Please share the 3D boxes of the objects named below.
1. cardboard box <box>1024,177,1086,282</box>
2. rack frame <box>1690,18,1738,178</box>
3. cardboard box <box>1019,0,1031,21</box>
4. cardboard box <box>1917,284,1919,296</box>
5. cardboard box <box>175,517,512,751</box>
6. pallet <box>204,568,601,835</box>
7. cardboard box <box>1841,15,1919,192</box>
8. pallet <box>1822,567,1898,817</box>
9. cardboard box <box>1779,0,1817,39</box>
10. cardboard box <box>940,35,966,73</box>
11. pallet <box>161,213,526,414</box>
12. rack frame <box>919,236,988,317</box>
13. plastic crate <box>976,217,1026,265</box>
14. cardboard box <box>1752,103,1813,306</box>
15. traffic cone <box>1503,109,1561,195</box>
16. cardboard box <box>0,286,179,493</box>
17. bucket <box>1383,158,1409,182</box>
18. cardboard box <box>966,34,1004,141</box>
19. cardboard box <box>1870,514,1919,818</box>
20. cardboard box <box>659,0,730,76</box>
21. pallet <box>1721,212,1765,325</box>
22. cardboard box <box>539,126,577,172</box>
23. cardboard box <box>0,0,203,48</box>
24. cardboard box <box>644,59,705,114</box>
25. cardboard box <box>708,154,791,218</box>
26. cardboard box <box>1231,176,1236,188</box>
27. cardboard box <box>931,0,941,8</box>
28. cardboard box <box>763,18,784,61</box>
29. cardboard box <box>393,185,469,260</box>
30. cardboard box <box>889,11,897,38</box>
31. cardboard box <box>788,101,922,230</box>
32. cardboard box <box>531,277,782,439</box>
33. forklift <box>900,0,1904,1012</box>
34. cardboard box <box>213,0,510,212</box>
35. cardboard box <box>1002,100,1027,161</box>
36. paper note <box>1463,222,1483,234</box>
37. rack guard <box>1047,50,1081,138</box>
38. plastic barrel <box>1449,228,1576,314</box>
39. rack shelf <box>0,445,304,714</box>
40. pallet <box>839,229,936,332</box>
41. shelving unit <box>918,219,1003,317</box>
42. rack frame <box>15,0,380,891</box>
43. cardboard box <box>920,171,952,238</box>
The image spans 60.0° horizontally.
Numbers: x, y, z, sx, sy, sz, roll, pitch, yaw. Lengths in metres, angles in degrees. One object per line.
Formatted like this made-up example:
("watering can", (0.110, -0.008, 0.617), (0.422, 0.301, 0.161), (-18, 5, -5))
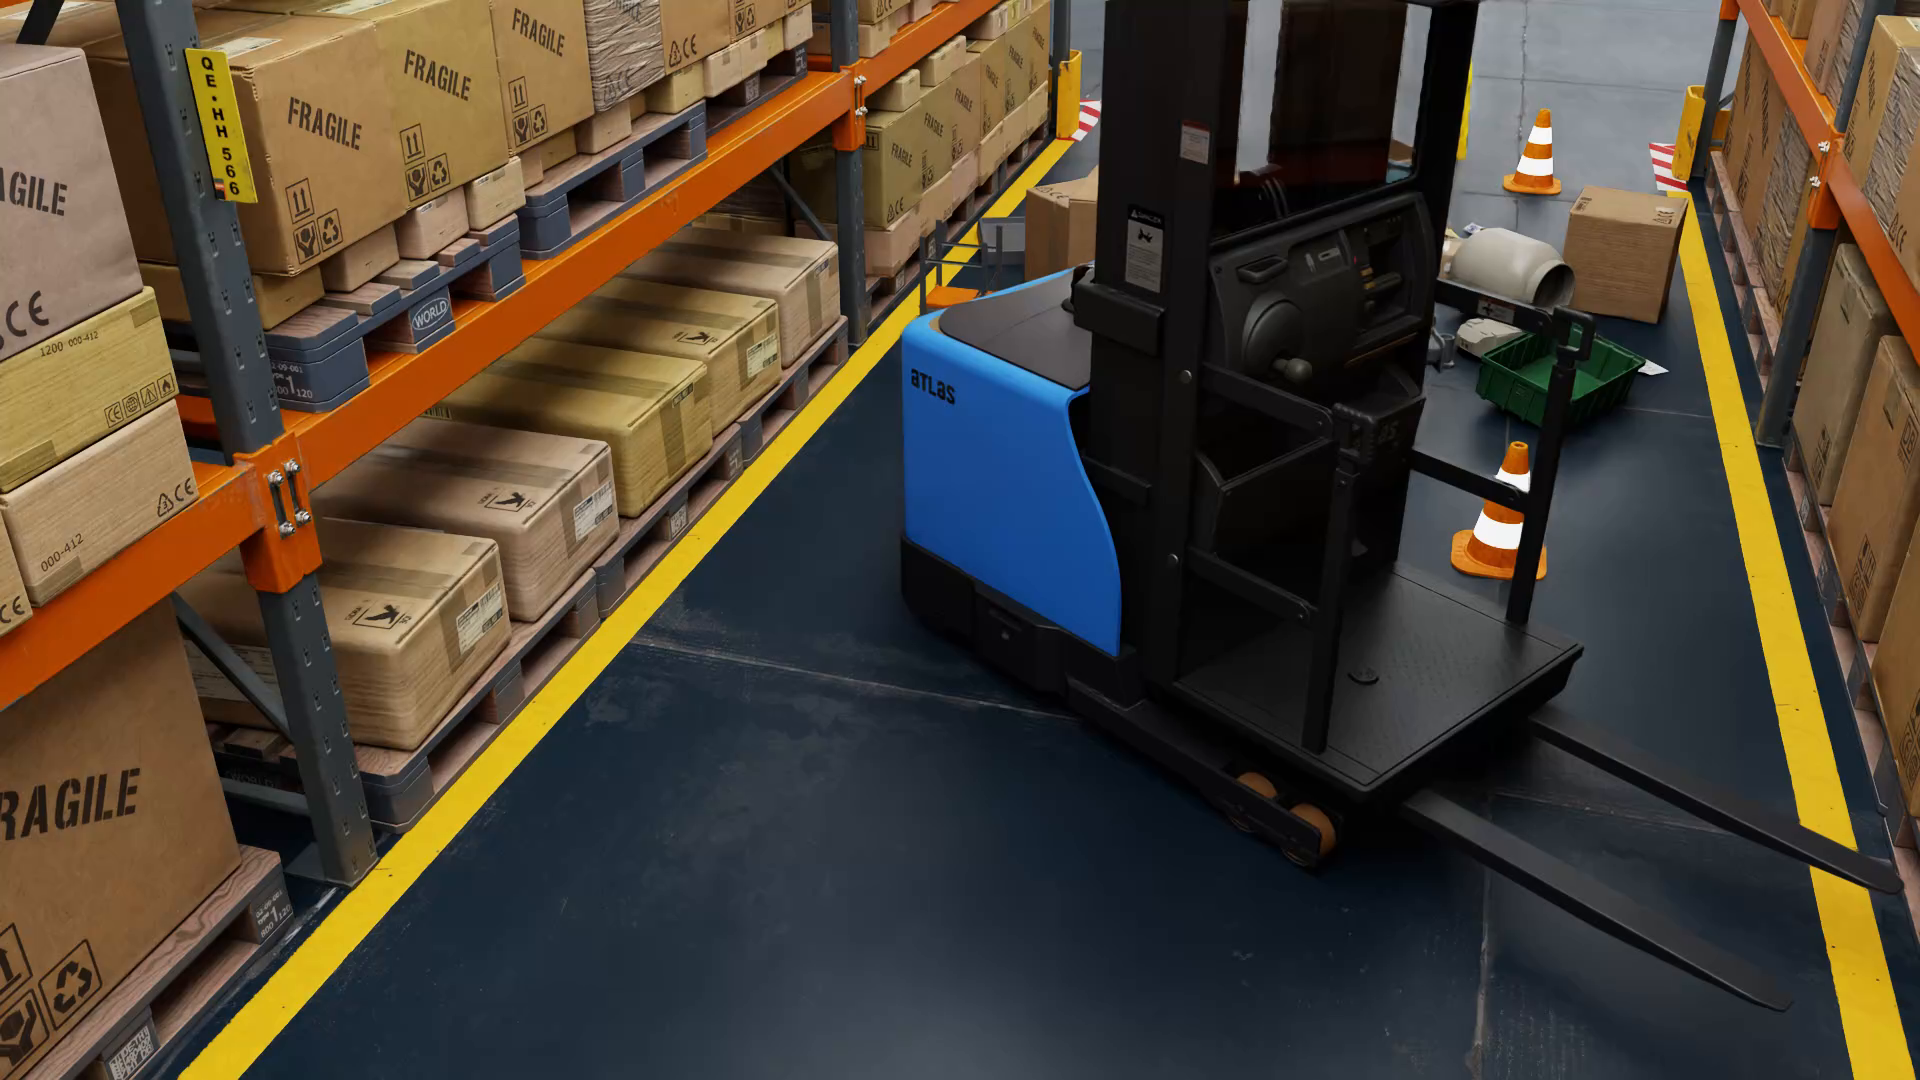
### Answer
("cardboard box", (0.677, -1.527, 8.478), (0.500, 0.500, 0.500), (-17, 34, -28))
("rack frame", (4.997, -3.514, 9.481), (1.000, 3.000, 0.127), (8, 30, 15))
("cardboard box", (0.206, -3.177, 9.832), (0.380, 0.149, 0.250), (9, 30, 16))
("cardboard box", (2.966, -0.790, 4.482), (0.500, 0.500, 0.500), (9, 30, 16))
("cardboard box", (-1.937, 0.248, 4.989), (0.950, 0.372, 0.625), (6, 30, 11))
("pallet", (-1.882, 0.400, 5.313), (1.003, 0.211, 1.213), (8, 30, 15))
("cardboard box", (3.412, -1.493, 5.745), (0.500, 0.500, 0.500), (9, 30, 15))
("pallet", (3.313, 0.502, 5.131), (1.003, 0.211, 1.213), (8, 30, 15))
("cardboard box", (4.391, -2.647, 7.769), (0.875, 0.550, 0.500), (8, 30, 15))
("cardboard box", (-0.188, -2.557, 8.719), (0.380, 0.149, 0.250), (10, 31, 18))
("pallet", (-2.005, -0.718, 4.652), (1.213, 0.211, 1.003), (8, 30, 15))
("rack frame", (-0.023, -0.489, 5.894), (0.240, 1.200, 0.006), (8, 30, 15))
("plastic crate", (0.306, -1.651, 9.136), (0.402, 0.080, 0.583), (-1, 29, -3))
("cardboard box", (4.336, -1.612, 7.815), (0.875, 0.875, 0.875), (9, 30, 15))
("traffic cone", (3.484, -2.361, 10.018), (0.336, 0.463, 0.334), (8, 30, 15))
("cardboard box", (-2.012, -0.347, 3.428), (0.500, 0.250, 0.500), (8, 30, 15))
("bucket", (1.659, -1.281, 7.271), (0.726, 0.611, 0.620), (20, 45, 32))
("cardboard box", (-0.055, -2.597, 9.457), (0.500, 0.500, 0.500), (8, 30, 14))
("cardboard box", (3.167, 0.327, 4.459), (1.050, 0.750, 0.750), (9, 30, 16))
("cardboard box", (-1.156, -1.954, 5.837), (0.500, 0.500, 0.500), (10, 30, 17))
("pallet", (4.477, -1.347, 8.455), (1.003, 0.211, 1.213), (8, 30, 15))
("cardboard box", (-1.458, -1.286, 5.302), (0.380, 0.149, 0.250), (10, 31, 17))
("cardboard box", (-2.245, -1.063, 4.235), (0.500, 0.500, 0.500), (8, 30, 13))
("cardboard box", (-1.139, -1.637, 5.934), (0.380, 0.149, 0.250), (8, 30, 15))
("cardboard box", (-1.021, -1.937, 8.272), (0.500, 0.500, 0.500), (8, 30, 14))
("cardboard box", (1.782, -2.030, 9.747), (0.250, 0.149, 0.380), (-24, 37, -37))
("cardboard box", (-0.312, -2.796, 8.449), (0.380, 0.149, 0.250), (8, 30, 15))
("cardboard box", (-0.920, -1.989, 6.567), (0.380, 0.149, 0.250), (8, 30, 13))
("cardboard box", (-1.600, -0.901, 4.610), (0.380, 0.149, 0.250), (7, 30, 12))
("cardboard box", (-0.515, -2.430, 7.791), (0.380, 0.149, 0.250), (9, 30, 16))
("cardboard box", (-0.507, -1.860, 8.132), (0.500, 0.500, 0.500), (10, 31, 17))
("cardboard box", (-1.298, -0.771, 6.821), (0.950, 0.372, 0.625), (10, 31, 18))
("forklift", (1.148, -0.657, 4.416), (1.130, 2.935, 3.031), (-23, 37, -35))
("cardboard box", (-1.613, -1.232, 4.538), (0.500, 0.500, 0.500), (10, 31, 17))
("cardboard box", (0.096, -2.501, 10.057), (0.500, 0.250, 0.500), (9, 30, 15))
("paper note", (2.926, -1.748, 9.363), (0.144, 0.017, 0.142), (20, 35, 32))
("rack guard", (0.213, -3.045, 11.210), (1.175, 0.500, 0.348), (8, 30, 15))
("plastic barrel", (2.690, -1.275, 8.107), (0.421, 0.421, 0.512), (-17, 34, -28))
("rack shelf", (-2.700, 0.788, 2.487), (1.077, 0.370, 4.000), (8, 30, 15))
("pallet", (-0.775, -1.413, 8.573), (1.003, 0.211, 1.213), (8, 30, 15))
("shelving unit", (0.004, -0.531, 5.970), (0.258, 1.200, 0.189), (8, 30, 15))
("rack frame", (-2.113, -0.455, 3.983), (1.000, 3.000, 0.127), (8, 30, 15))
("cardboard box", (-0.361, -1.782, 8.763), (0.500, 0.250, 0.500), (10, 31, 18))
